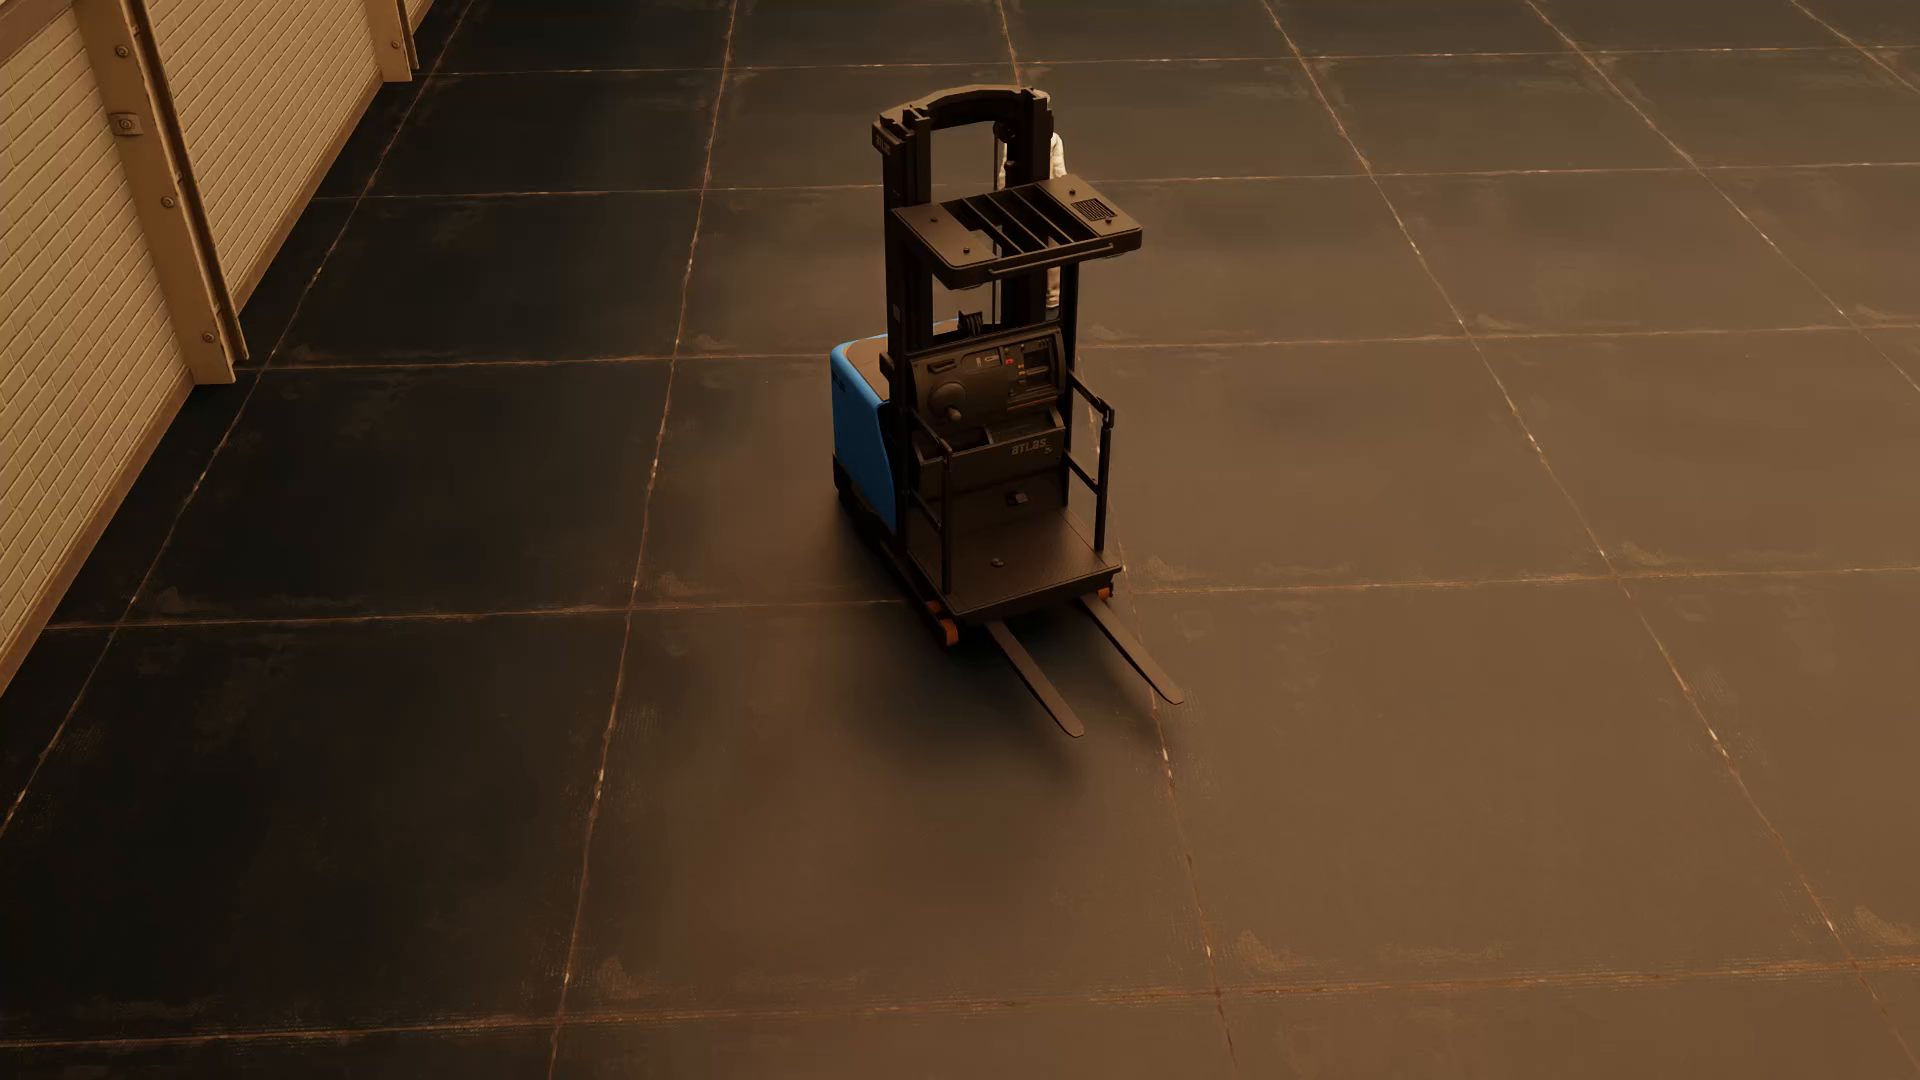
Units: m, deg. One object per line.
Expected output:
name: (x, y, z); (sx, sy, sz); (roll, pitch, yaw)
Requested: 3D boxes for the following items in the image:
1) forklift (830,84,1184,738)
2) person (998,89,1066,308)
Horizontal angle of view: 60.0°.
forklift: (0.258, -0.860, 9.192); (1.130, 2.935, 3.031); (-15, 39, -20)
person: (0.553, -2.546, 12.585); (0.535, 1.662, 0.374); (5, 36, 7)
